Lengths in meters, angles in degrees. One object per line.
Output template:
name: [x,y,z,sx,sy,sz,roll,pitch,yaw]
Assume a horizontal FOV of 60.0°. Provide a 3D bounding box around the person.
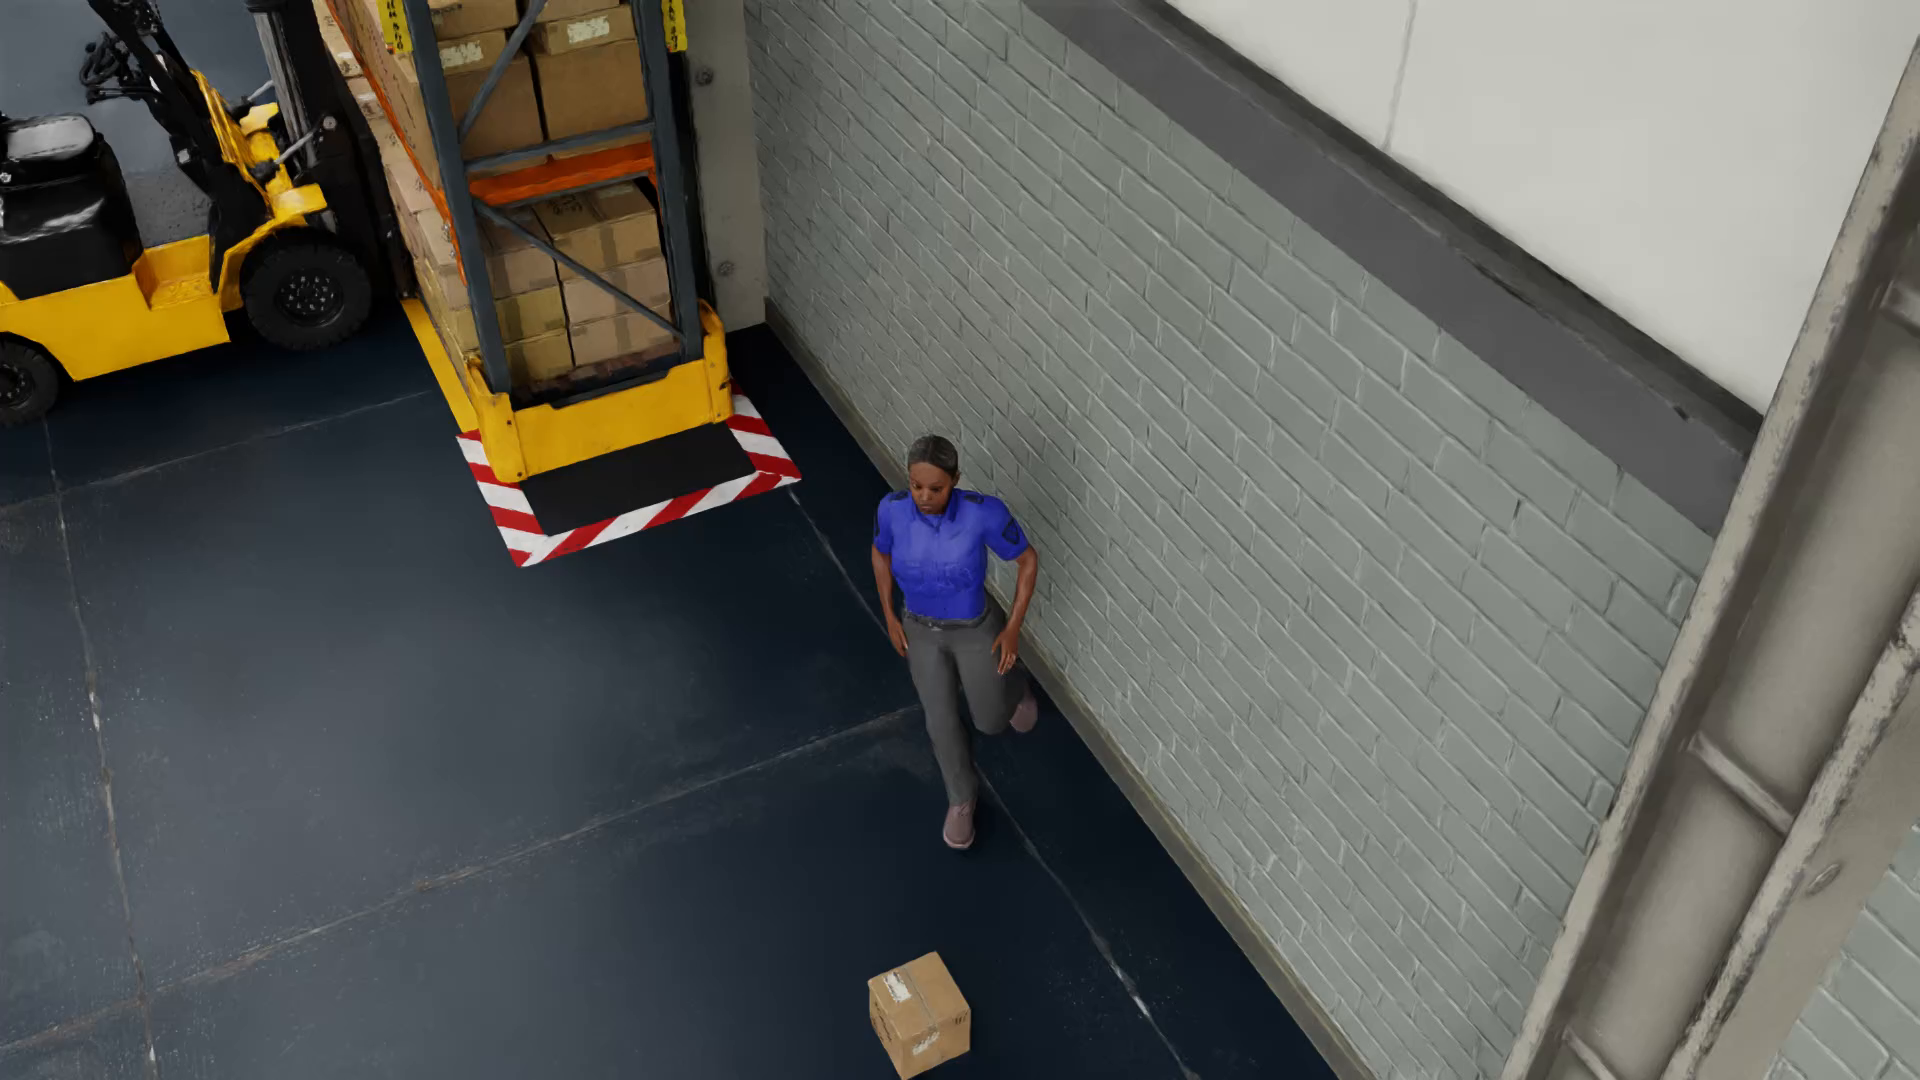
person: [-0.034,0.289,5.829,0.586,1.634,0.720,9,42,10]
